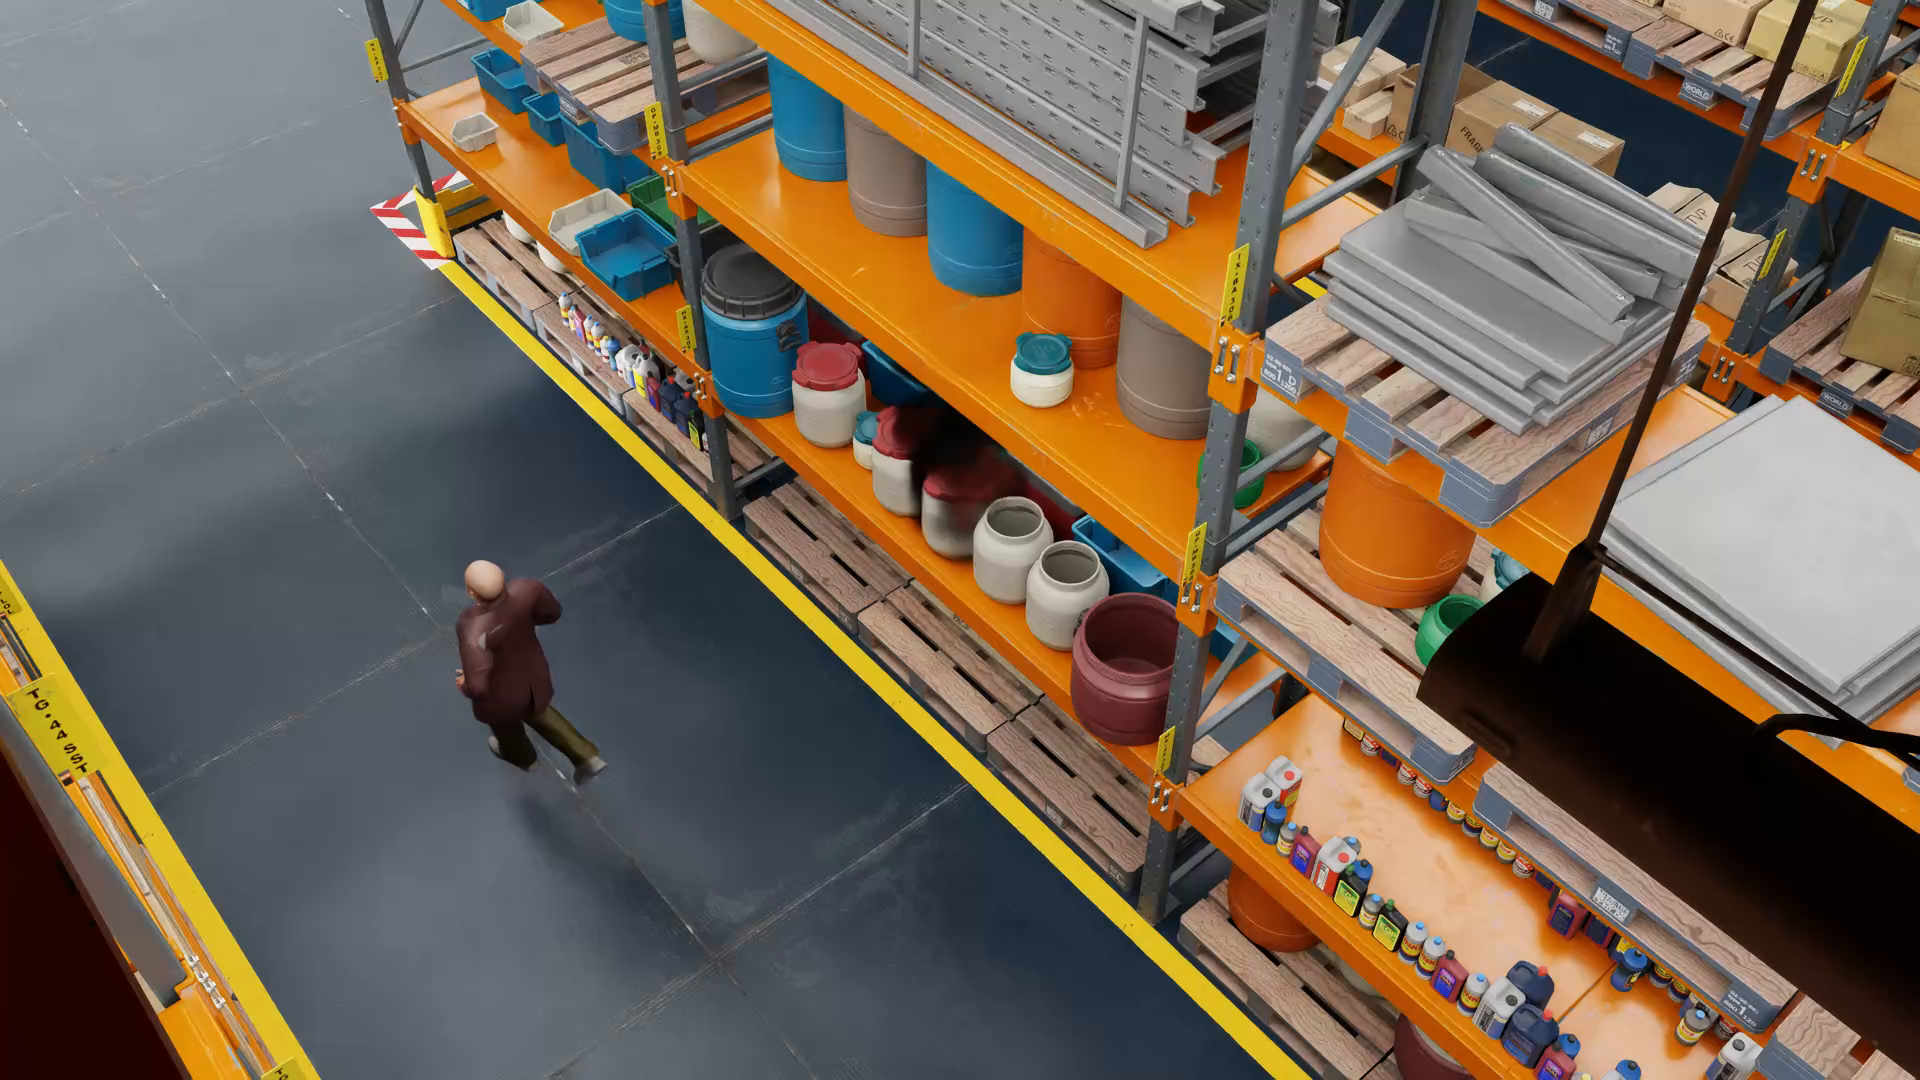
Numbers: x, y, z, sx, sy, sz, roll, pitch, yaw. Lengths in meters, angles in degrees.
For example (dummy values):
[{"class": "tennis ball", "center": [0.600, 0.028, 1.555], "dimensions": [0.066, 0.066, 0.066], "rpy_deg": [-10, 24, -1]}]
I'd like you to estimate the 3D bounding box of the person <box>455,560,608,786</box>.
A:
[{"class": "person", "center": [-2.314, 0.742, 8.673], "dimensions": [0.923, 1.780, 0.711], "rpy_deg": [28, 53, 24]}]
